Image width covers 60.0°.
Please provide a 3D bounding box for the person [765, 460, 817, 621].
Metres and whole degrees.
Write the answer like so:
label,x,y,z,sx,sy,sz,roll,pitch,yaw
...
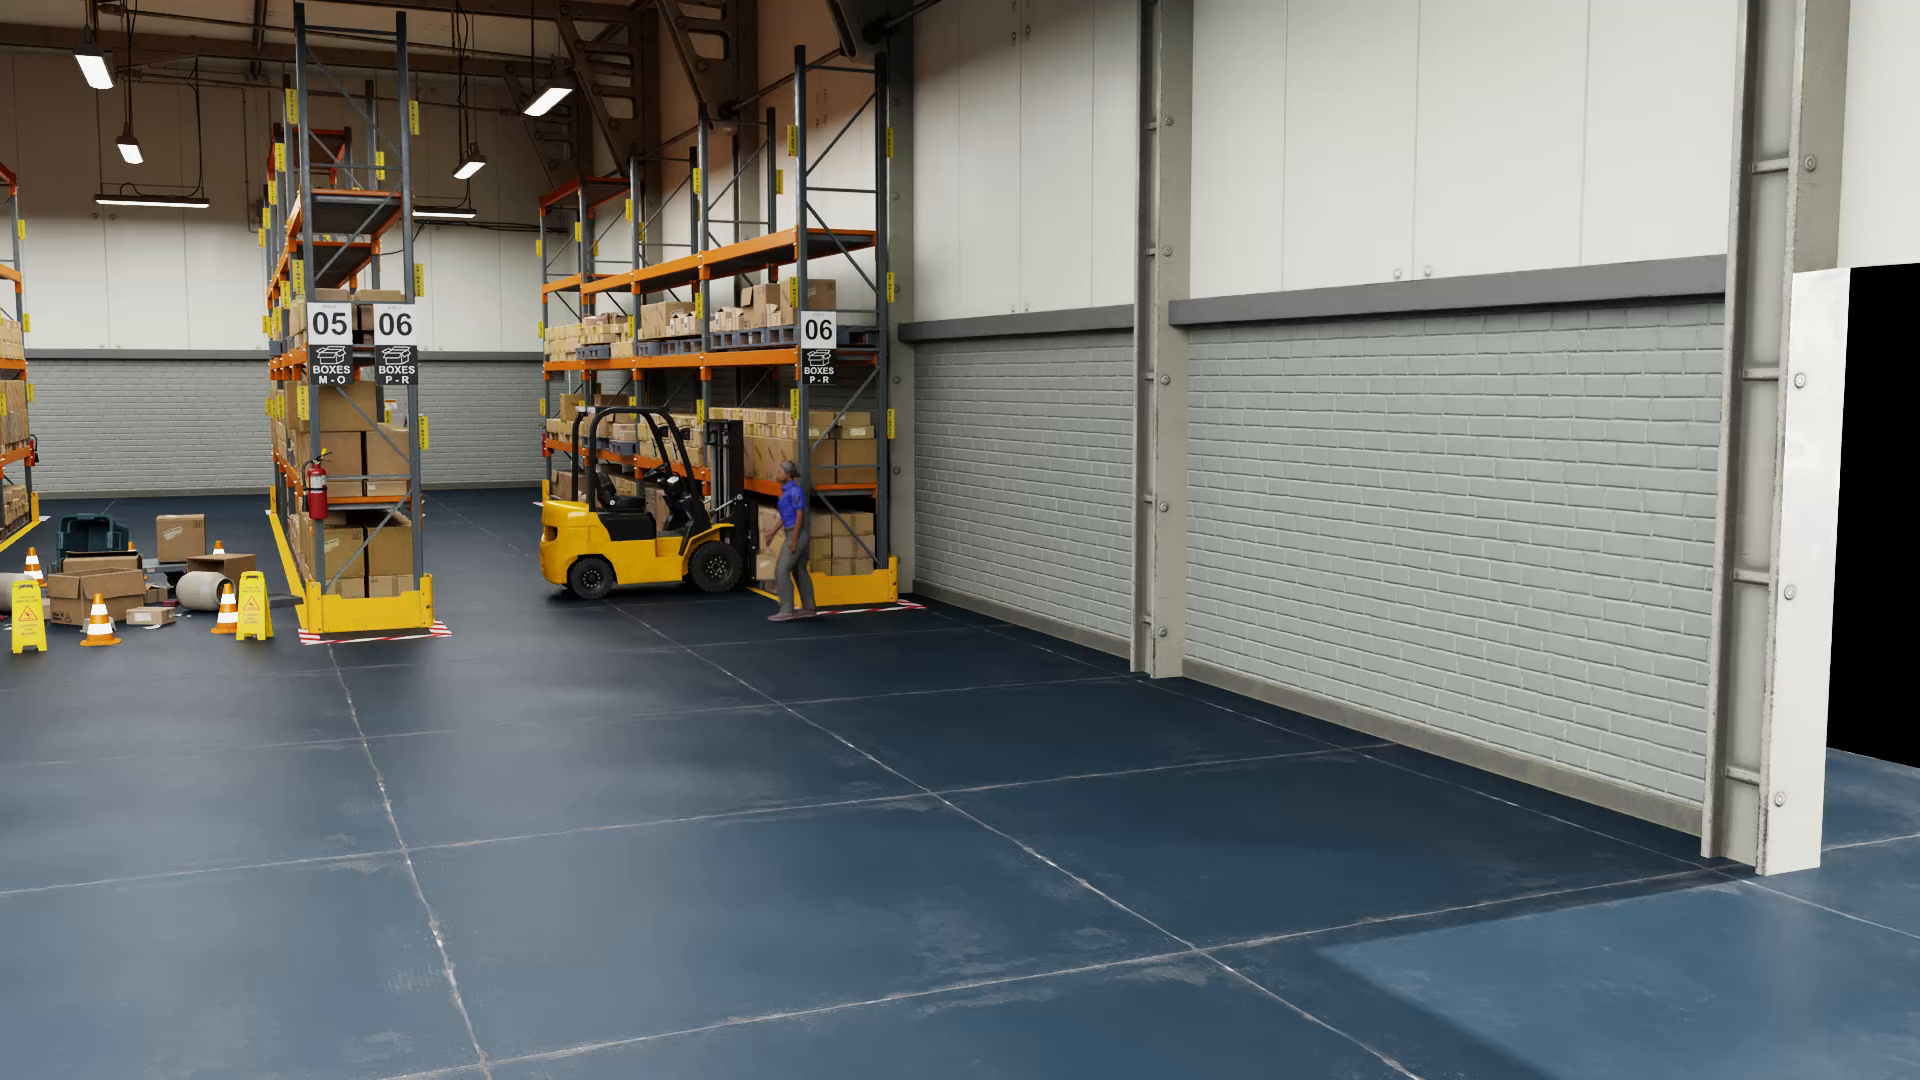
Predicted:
label,x,y,z,sx,sy,sz,roll,pitch,yaw
person,-1.732,0.005,17.064,0.541,1.645,0.550,-1,6,-11
